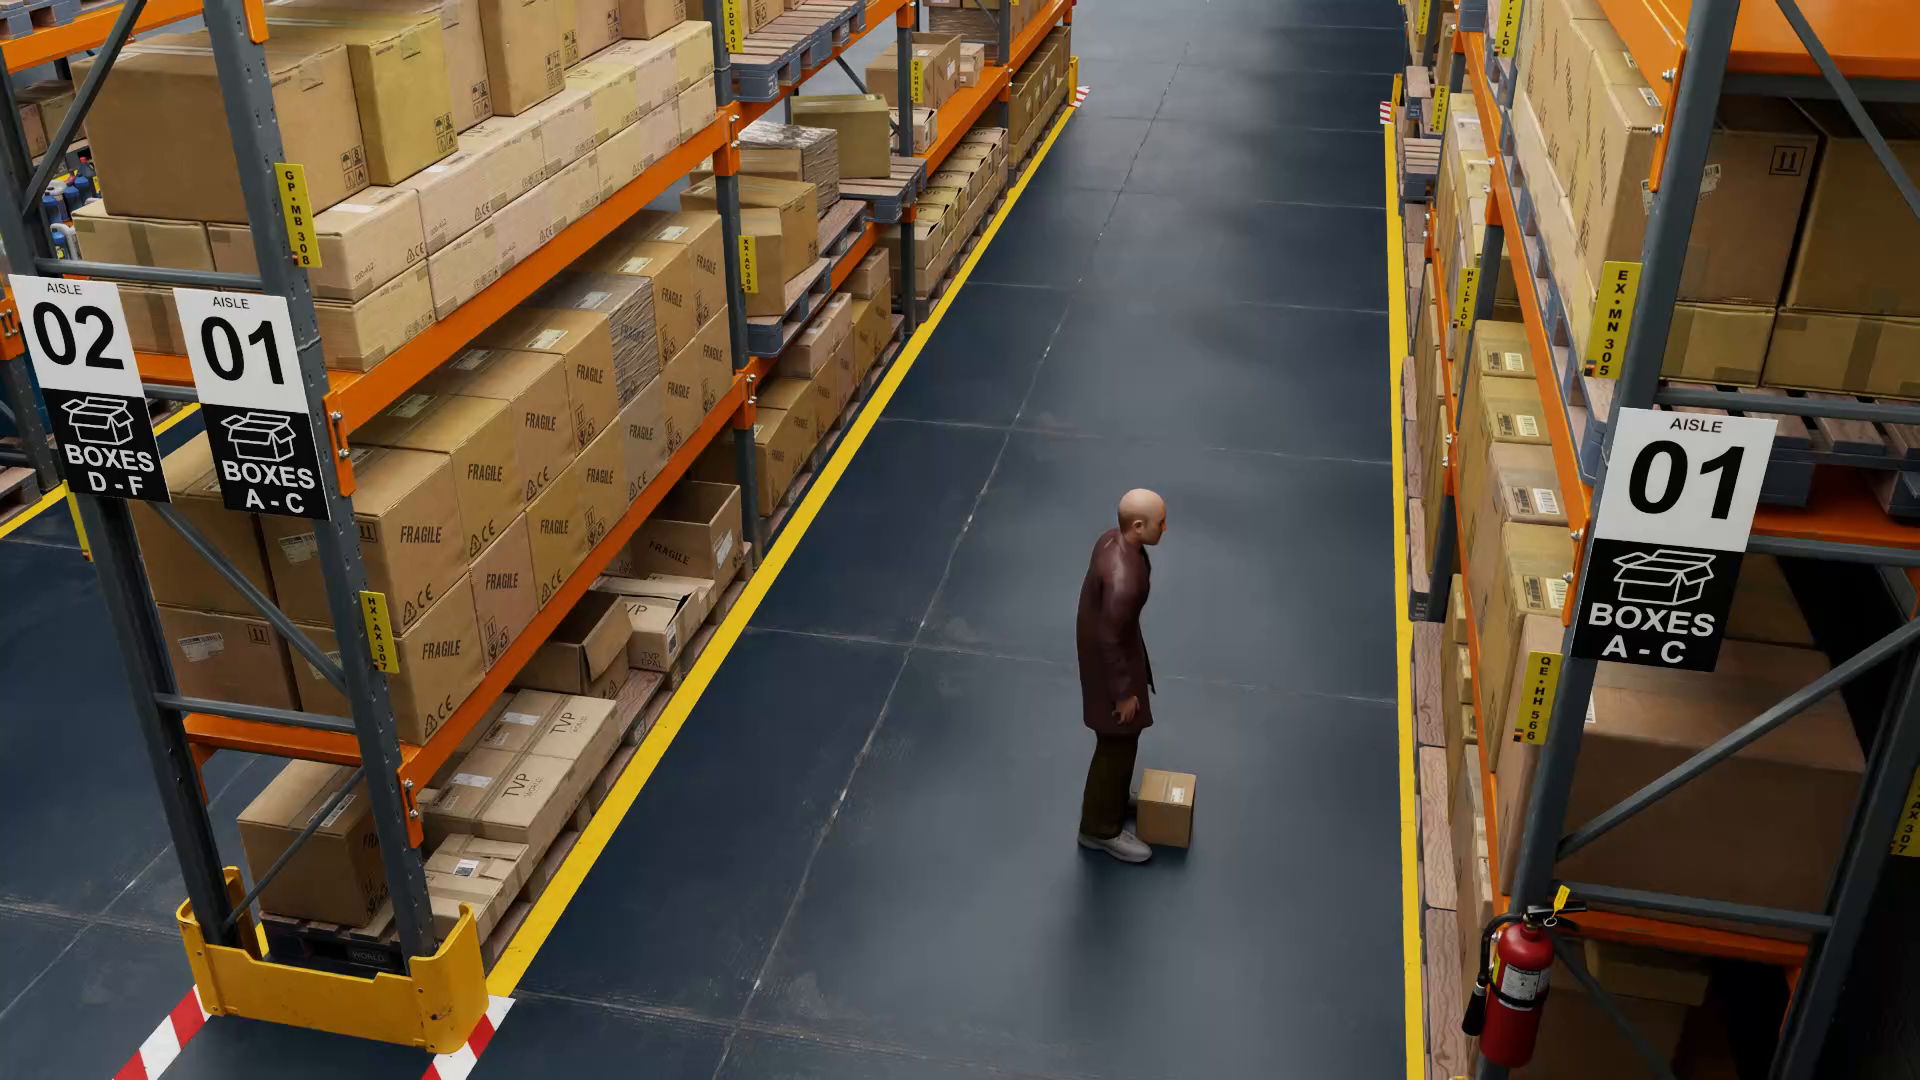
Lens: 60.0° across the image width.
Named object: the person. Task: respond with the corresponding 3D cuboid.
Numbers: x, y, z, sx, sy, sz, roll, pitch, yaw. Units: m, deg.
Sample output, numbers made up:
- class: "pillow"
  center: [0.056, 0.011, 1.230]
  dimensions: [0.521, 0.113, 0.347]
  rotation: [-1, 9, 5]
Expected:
- class: "person"
  center: [0.736, 0.575, 7.578]
  dimensions: [0.429, 1.772, 0.649]
  rotation: [4, 29, 7]
